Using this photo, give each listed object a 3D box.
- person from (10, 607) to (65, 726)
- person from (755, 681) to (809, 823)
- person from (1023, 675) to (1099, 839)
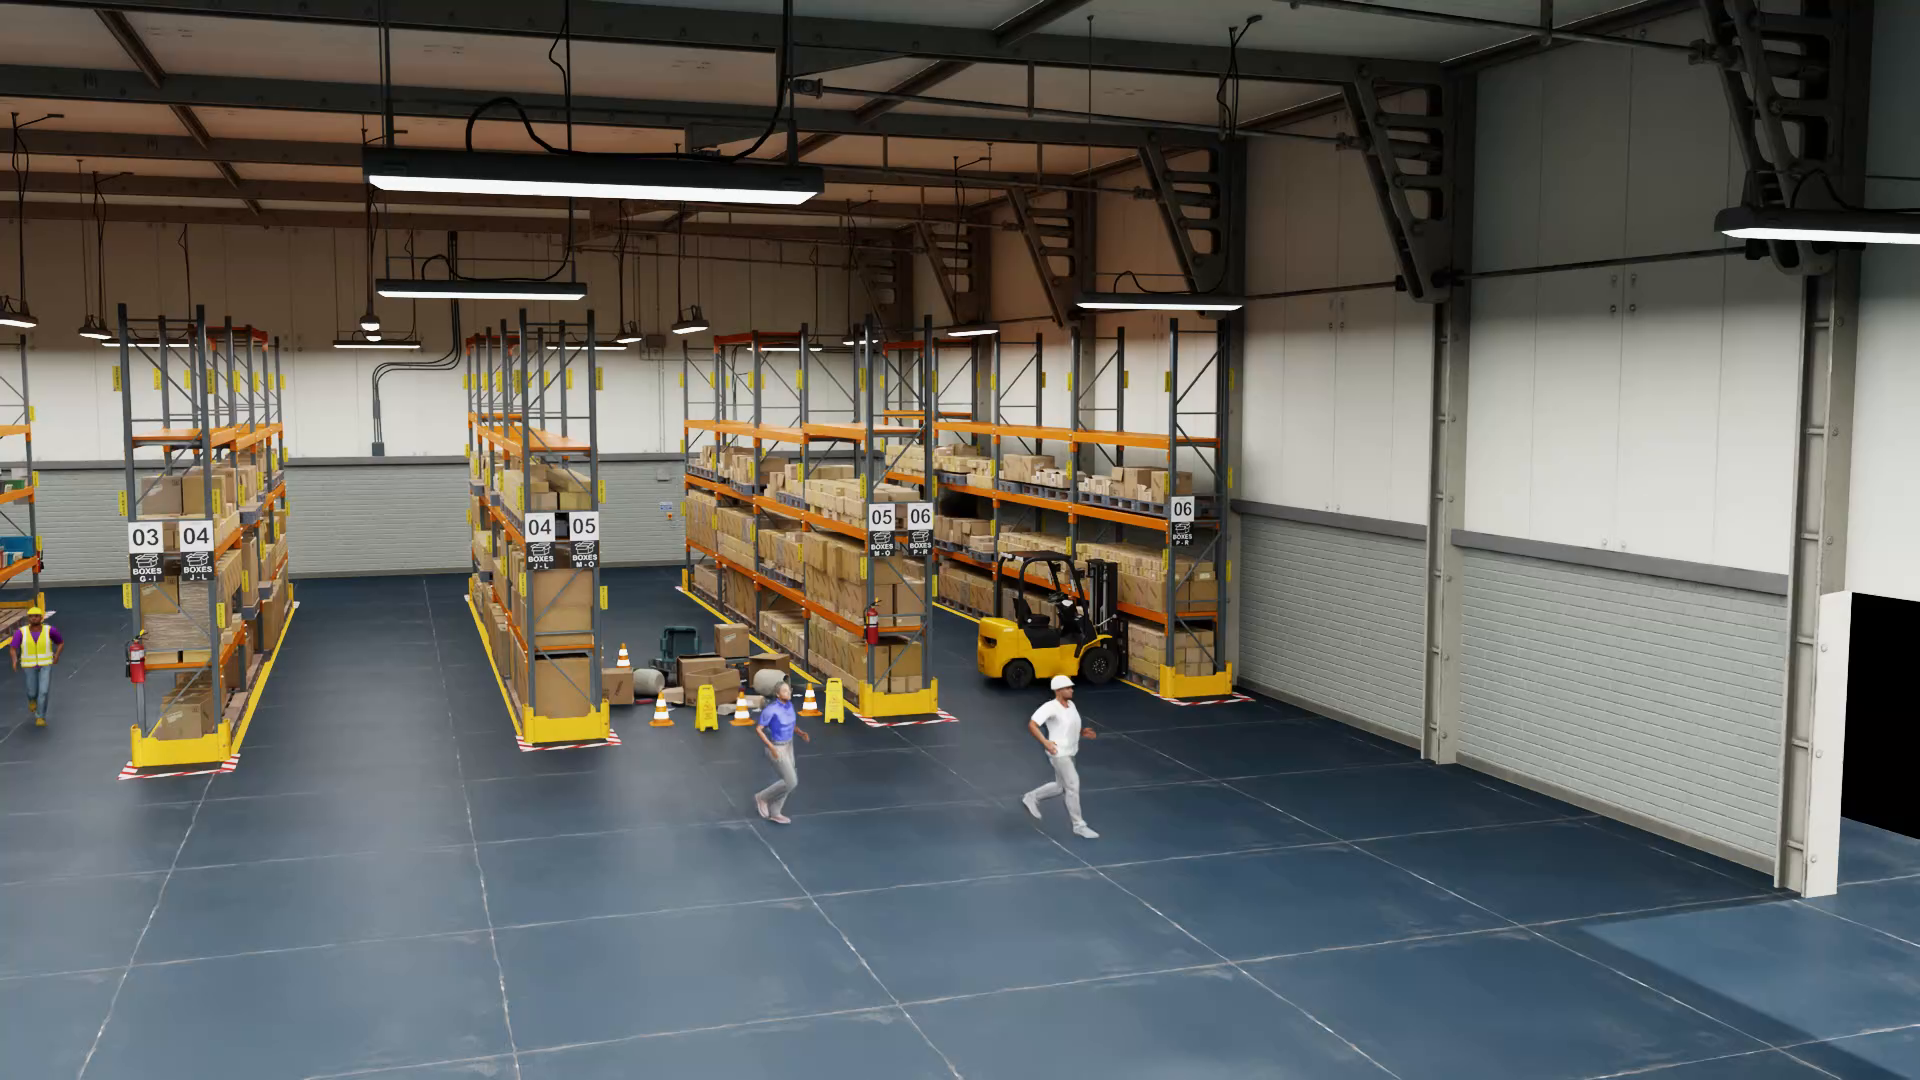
[{"bbox_3d":[-13.539,1.841,24.433,0.711,1.726,0.691,-3,6,-27],"label":"person"},{"bbox_3d":[-1.994,2.411,18.922,0.550,1.623,0.566,3,6,26],"label":"person"},{"bbox_3d":[1.114,2.376,18.440,0.968,1.773,0.700,3,6,27],"label":"person"}]
